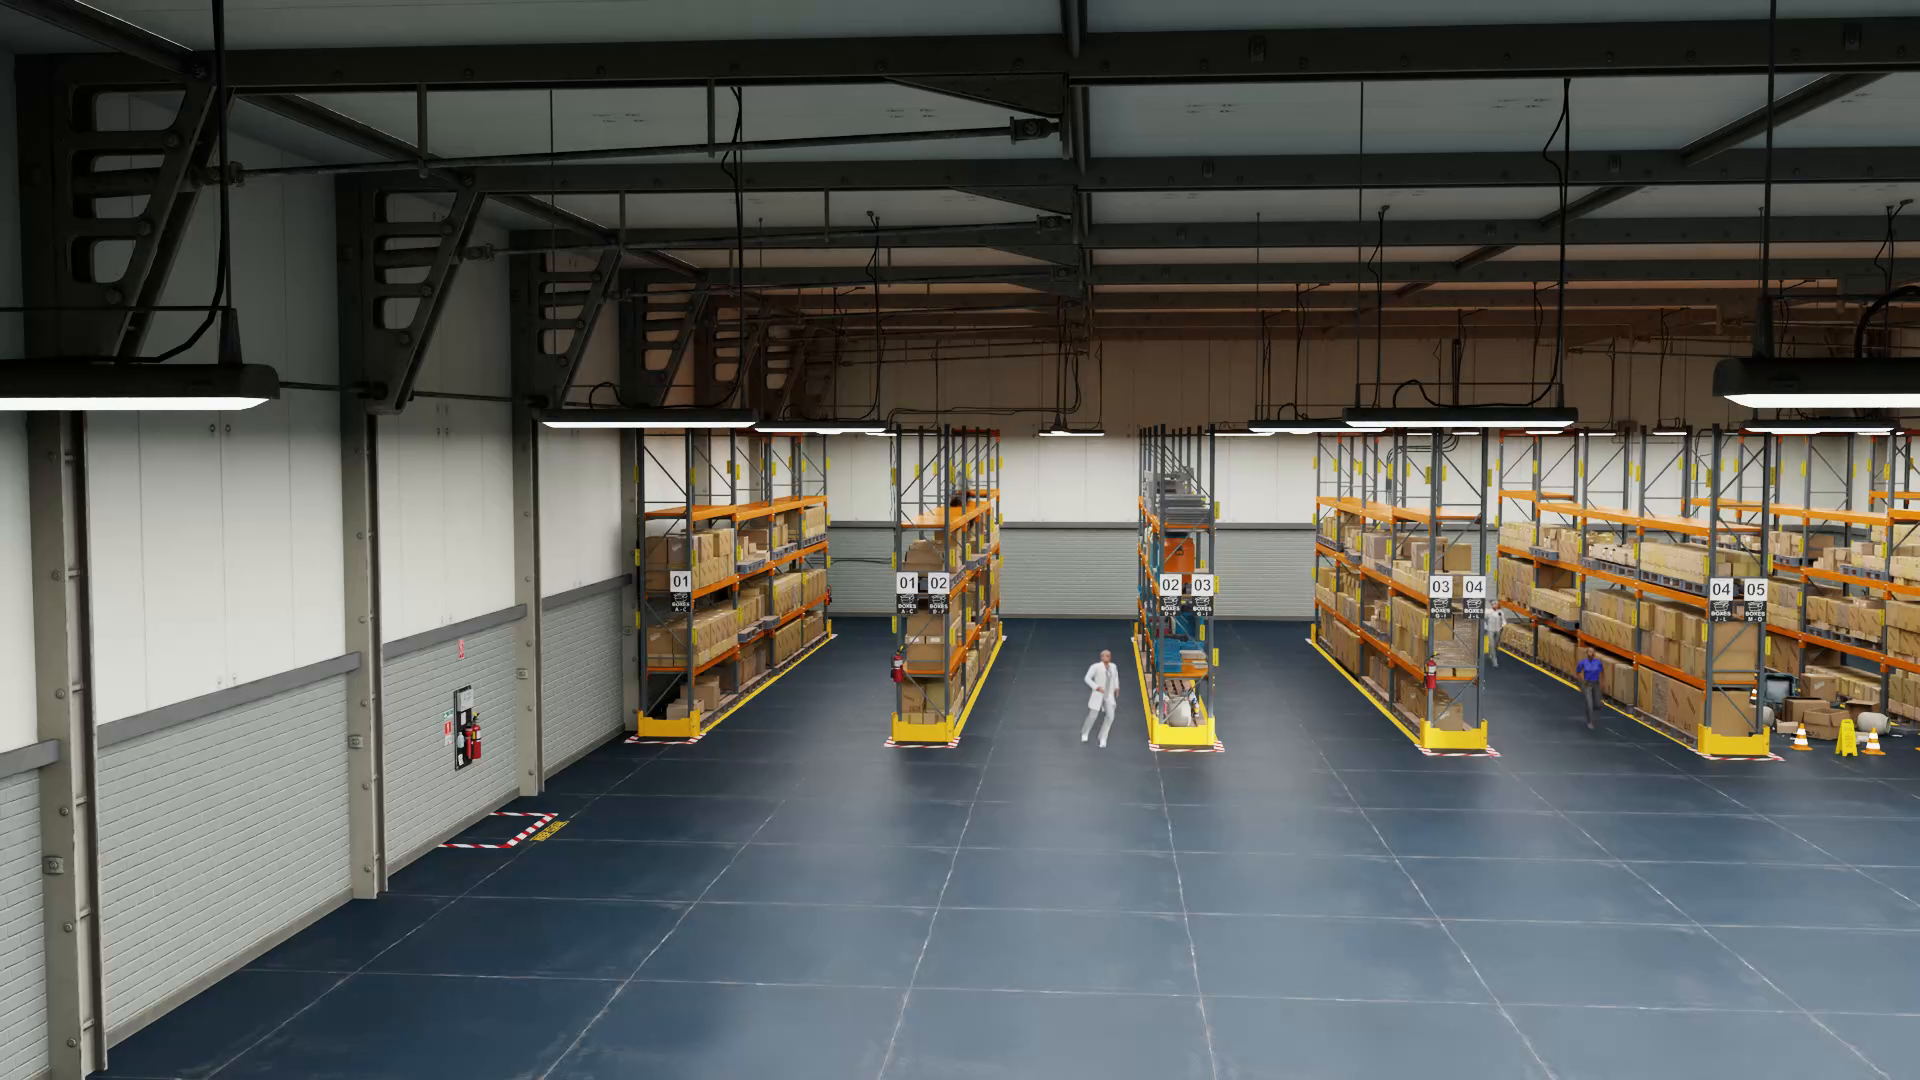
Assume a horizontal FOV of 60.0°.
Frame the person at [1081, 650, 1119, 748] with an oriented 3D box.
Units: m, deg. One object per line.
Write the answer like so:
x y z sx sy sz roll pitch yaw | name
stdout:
2.675 2.961 31.173 0.768 1.804 0.765 -1 4 -19 | person

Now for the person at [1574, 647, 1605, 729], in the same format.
12.536 2.923 33.103 0.592 1.600 0.616 0 3 0 | person

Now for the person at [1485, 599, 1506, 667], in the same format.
13.502 2.326 42.037 0.618 1.703 0.852 0 3 4 | person
